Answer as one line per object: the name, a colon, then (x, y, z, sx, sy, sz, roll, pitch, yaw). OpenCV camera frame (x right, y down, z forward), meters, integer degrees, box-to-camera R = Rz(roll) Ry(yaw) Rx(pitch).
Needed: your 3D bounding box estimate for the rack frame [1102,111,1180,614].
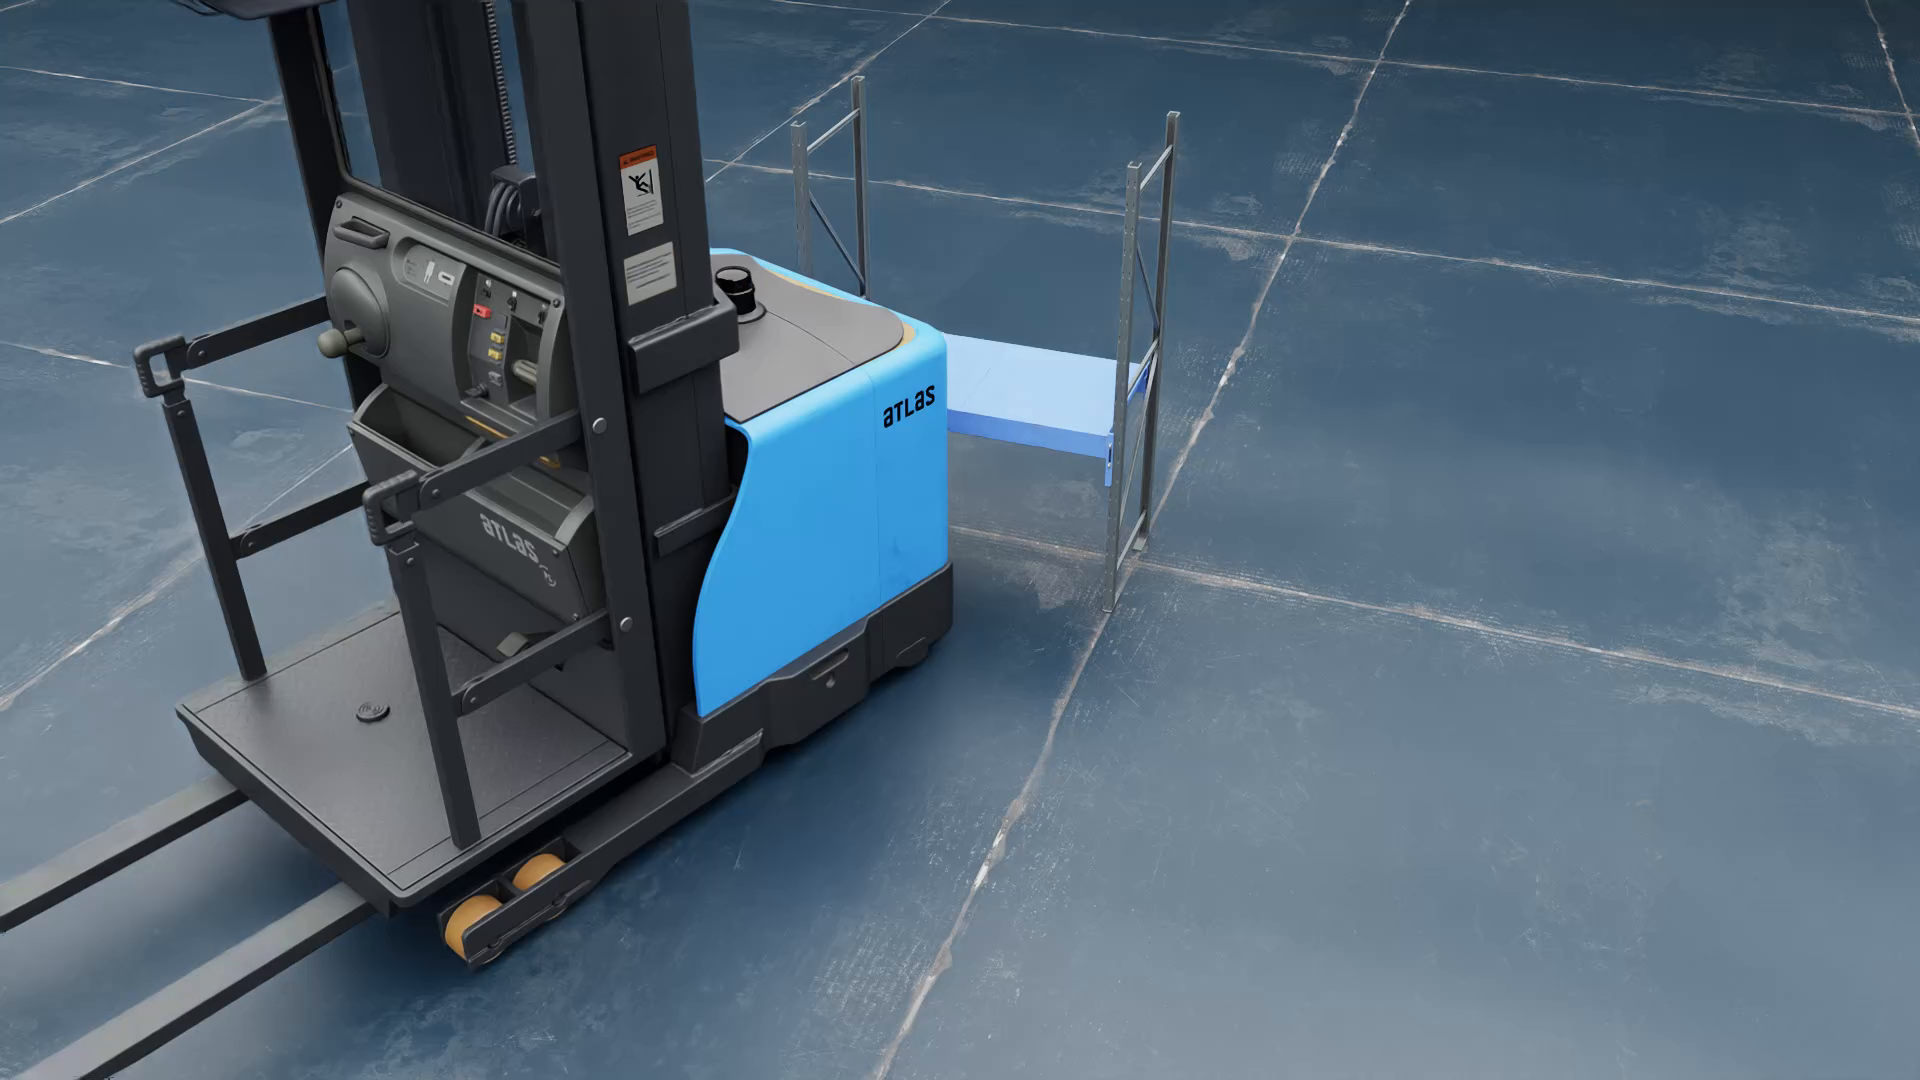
rack frame: (0.559, -0.521, 5.175, 0.032, 1.500, 0.500, 11, 34, 16)

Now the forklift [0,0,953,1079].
forklift: (-1.372, -0.494, 3.812, 1.130, 2.935, 3.031, 26, 41, 34)

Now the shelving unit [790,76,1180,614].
shelving unit: (0.080, -0.614, 5.319, 1.048, 1.500, 0.538, 11, 34, 16)

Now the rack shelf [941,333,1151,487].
rack shelf: (0.080, -0.463, 5.417, 1.000, 0.185, 0.538, 11, 34, 16)

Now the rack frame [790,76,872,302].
rack frame: (-0.398, -0.708, 5.463, 0.032, 1.500, 0.500, 11, 34, 16)
